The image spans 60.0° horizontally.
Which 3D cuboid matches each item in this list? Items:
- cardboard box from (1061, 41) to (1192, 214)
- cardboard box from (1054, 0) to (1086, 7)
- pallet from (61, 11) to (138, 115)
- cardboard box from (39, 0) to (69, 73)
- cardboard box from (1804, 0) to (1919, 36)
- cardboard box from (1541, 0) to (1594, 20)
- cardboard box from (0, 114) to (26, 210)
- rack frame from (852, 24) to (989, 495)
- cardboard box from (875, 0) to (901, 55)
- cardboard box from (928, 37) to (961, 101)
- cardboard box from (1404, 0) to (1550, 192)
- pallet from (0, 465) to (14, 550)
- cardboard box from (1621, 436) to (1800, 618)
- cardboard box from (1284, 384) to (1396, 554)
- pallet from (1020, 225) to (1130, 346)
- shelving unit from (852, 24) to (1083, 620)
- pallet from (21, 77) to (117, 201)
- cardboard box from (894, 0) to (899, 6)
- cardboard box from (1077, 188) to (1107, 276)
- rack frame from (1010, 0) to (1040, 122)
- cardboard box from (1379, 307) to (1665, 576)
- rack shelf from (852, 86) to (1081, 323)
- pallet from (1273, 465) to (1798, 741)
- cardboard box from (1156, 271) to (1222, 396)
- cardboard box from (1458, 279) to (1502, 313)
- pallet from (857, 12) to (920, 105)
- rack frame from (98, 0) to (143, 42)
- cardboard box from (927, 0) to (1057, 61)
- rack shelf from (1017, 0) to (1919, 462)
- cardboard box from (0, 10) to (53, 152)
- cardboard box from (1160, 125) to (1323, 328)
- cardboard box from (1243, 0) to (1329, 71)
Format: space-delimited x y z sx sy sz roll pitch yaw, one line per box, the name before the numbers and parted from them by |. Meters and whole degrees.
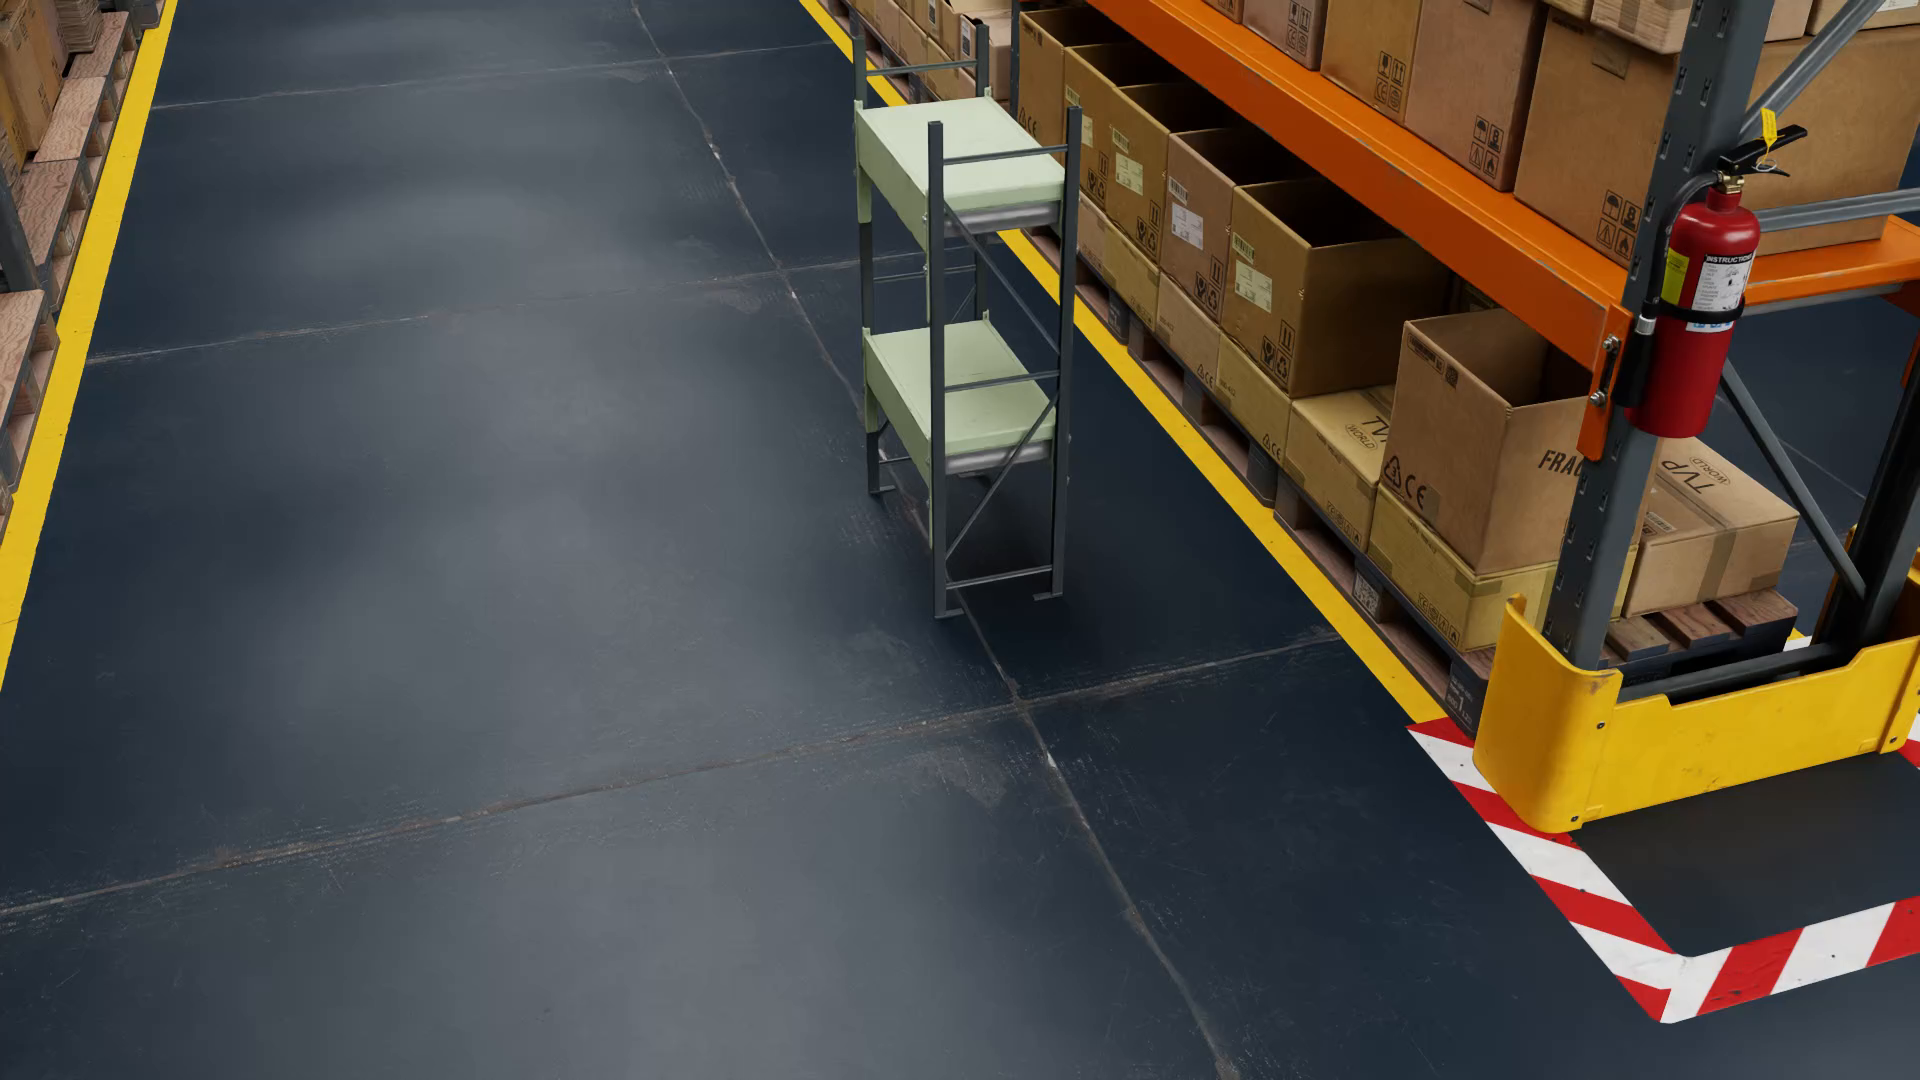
cardboard box | 0.714 -1.595 6.377 0.500 0.500 0.500 -10 35 -15
cardboard box | 0.674 -2.596 8.063 0.500 0.311 0.500 -10 35 -15
pallet | -4.989 -2.503 8.847 1.003 0.211 1.213 -10 35 -15
cardboard box | -4.910 -2.558 8.269 0.700 0.500 0.500 -10 35 -15
cardboard box | 2.016 -1.266 3.767 0.380 0.149 0.250 -10 35 -15
cardboard box | 1.552 -1.330 3.863 0.380 0.149 0.250 -9 35 -14
cardboard box | -4.246 -1.501 6.669 0.700 0.500 0.500 -9 34 -13
rack frame | -0.110 -0.814 5.122 0.400 1.500 0.023 -10 35 -15
cardboard box | -0.155 -2.811 8.896 0.500 0.250 0.500 -9 35 -14
cardboard box | 0.156 -2.275 8.085 0.500 0.250 0.500 -11 35 -15
cardboard box | 1.636 -1.276 4.369 0.700 0.500 0.500 -9 35 -13
pallet | -3.391 0.175 4.794 1.003 0.211 1.213 -10 35 -15
cardboard box | 1.979 -0.059 4.731 0.500 0.250 0.500 -10 35 -15
cardboard box | 1.322 -0.232 4.994 0.500 0.250 0.500 -10 35 -15
pallet | 0.914 -1.224 6.911 1.003 0.211 1.213 -10 35 -15
shelving unit | 0.002 -0.622 4.831 0.431 1.500 0.755 -10 35 -15
pallet | -4.620 -1.864 7.879 1.003 0.211 1.213 -10 35 -15
cardboard box | -0.150 -3.037 8.730 0.500 0.311 0.500 -10 35 -15
cardboard box | 0.711 -1.282 6.583 0.500 0.250 0.500 -10 35 -15
rack frame | 0.711 -2.812 6.785 1.000 3.000 0.127 -10 35 -15
cardboard box | 1.484 -0.284 4.392 0.500 0.500 0.500 -10 35 -15
rack shelf | 0.002 -0.948 4.616 0.431 0.370 0.720 -10 35 -15
pallet | 1.658 0.057 4.972 1.003 0.211 1.213 -10 35 -15
cardboard box | 1.017 -0.757 5.788 0.500 0.250 0.500 -10 35 -15
cardboard box | 1.825 -0.634 4.921 0.500 0.500 0.500 -10 35 -15
pallet | 0.073 -2.670 9.100 1.003 0.211 1.213 -10 35 -15
rack frame | -5.226 -4.077 8.699 1.000 3.000 0.127 -10 35 -15
cardboard box | 0.150 -2.510 7.933 0.500 0.311 0.500 -9 35 -13
rack shelf | 1.321 -1.462 5.394 1.077 0.370 4.000 -10 35 -15
cardboard box | -4.568 -2.039 7.483 0.700 0.500 0.500 -10 35 -14
cardboard box | 1.014 -1.069 5.581 0.500 0.500 0.500 -10 35 -15
cardboard box | 1.326 -1.813 5.182 0.700 0.500 0.500 -9 35 -13
